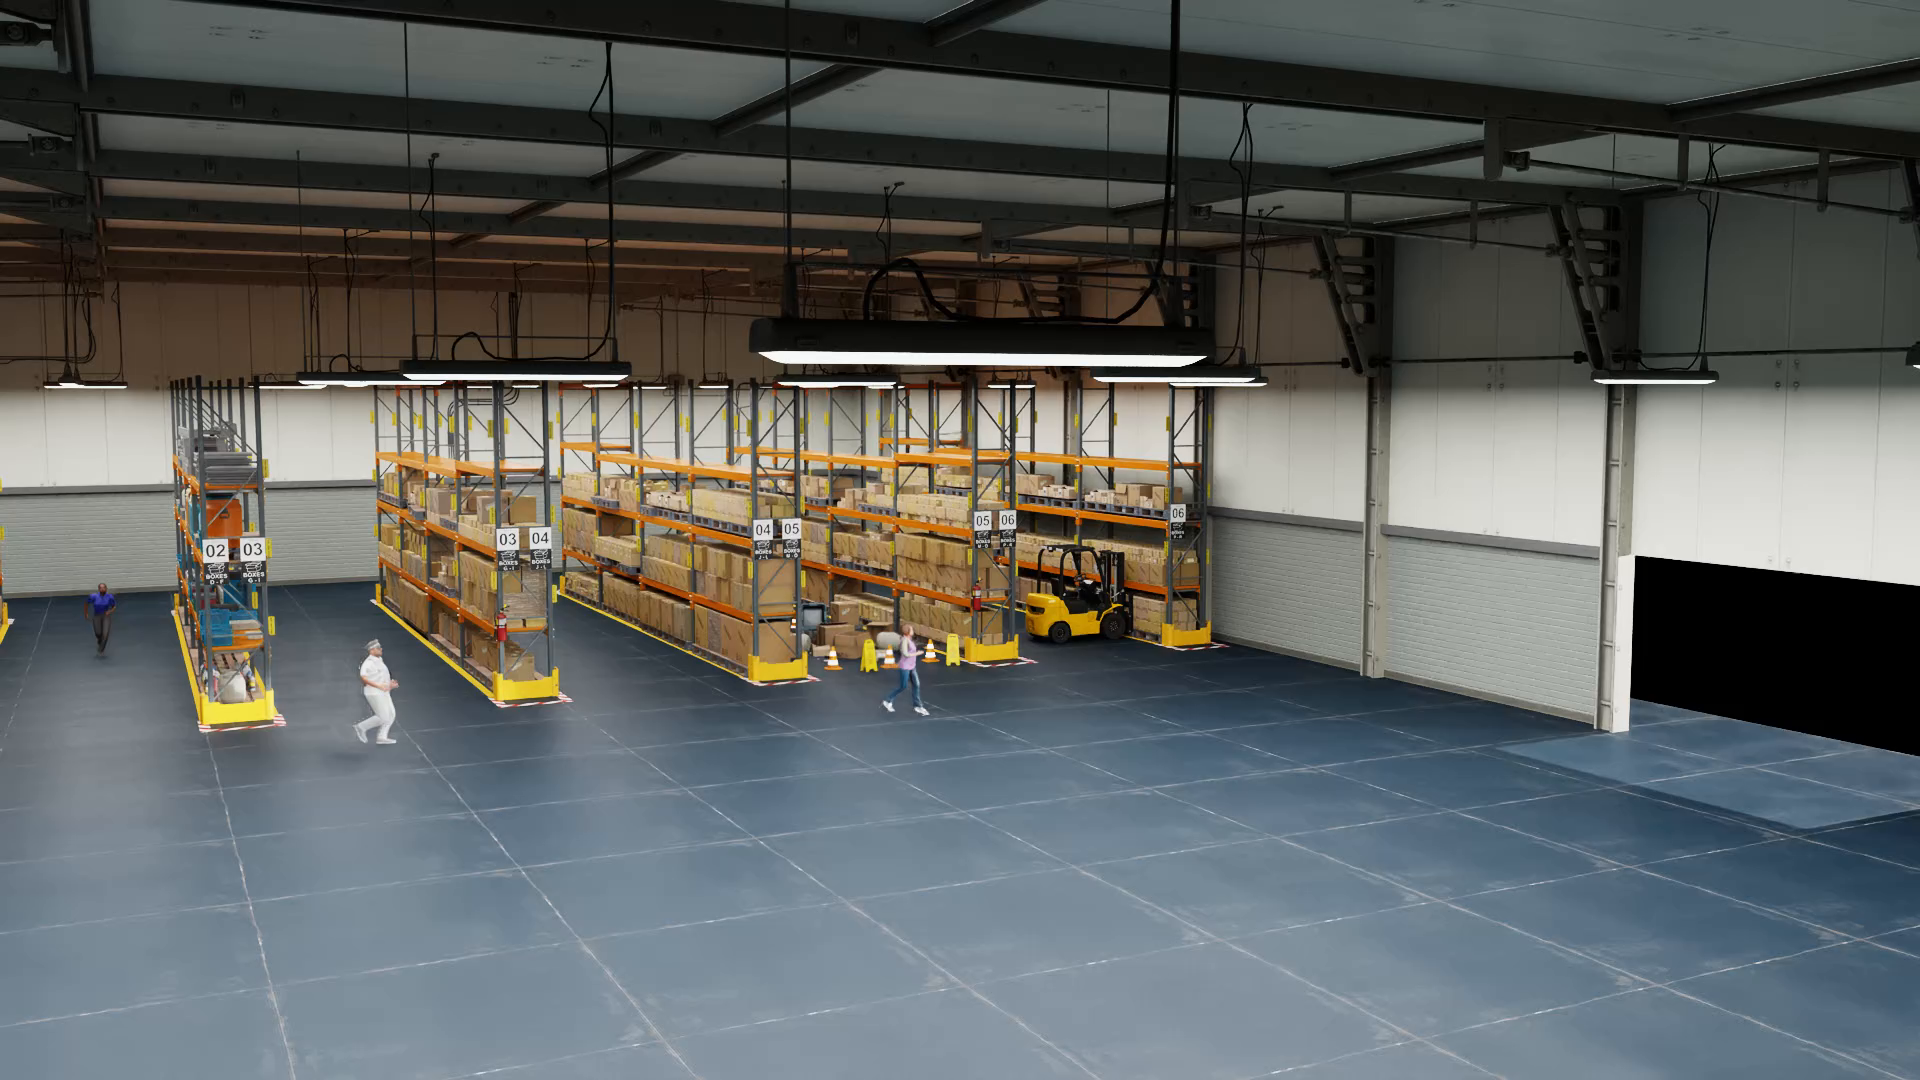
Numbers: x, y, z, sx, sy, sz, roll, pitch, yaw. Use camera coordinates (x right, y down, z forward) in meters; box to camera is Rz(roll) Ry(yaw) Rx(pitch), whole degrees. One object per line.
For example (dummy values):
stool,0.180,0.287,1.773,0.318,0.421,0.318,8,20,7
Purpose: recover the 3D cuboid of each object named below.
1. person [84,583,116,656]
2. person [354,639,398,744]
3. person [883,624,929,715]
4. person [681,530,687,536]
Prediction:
person,-18.652,1.733,36.109,0.615,1.606,0.643,-3,6,-30
person,-9.470,2.460,26.948,0.629,1.730,0.663,0,5,-2
person,-0.964,2.285,29.451,0.830,1.610,0.575,1,5,13
person,-8.339,0.420,50.021,0.632,1.736,0.694,-3,6,-30
